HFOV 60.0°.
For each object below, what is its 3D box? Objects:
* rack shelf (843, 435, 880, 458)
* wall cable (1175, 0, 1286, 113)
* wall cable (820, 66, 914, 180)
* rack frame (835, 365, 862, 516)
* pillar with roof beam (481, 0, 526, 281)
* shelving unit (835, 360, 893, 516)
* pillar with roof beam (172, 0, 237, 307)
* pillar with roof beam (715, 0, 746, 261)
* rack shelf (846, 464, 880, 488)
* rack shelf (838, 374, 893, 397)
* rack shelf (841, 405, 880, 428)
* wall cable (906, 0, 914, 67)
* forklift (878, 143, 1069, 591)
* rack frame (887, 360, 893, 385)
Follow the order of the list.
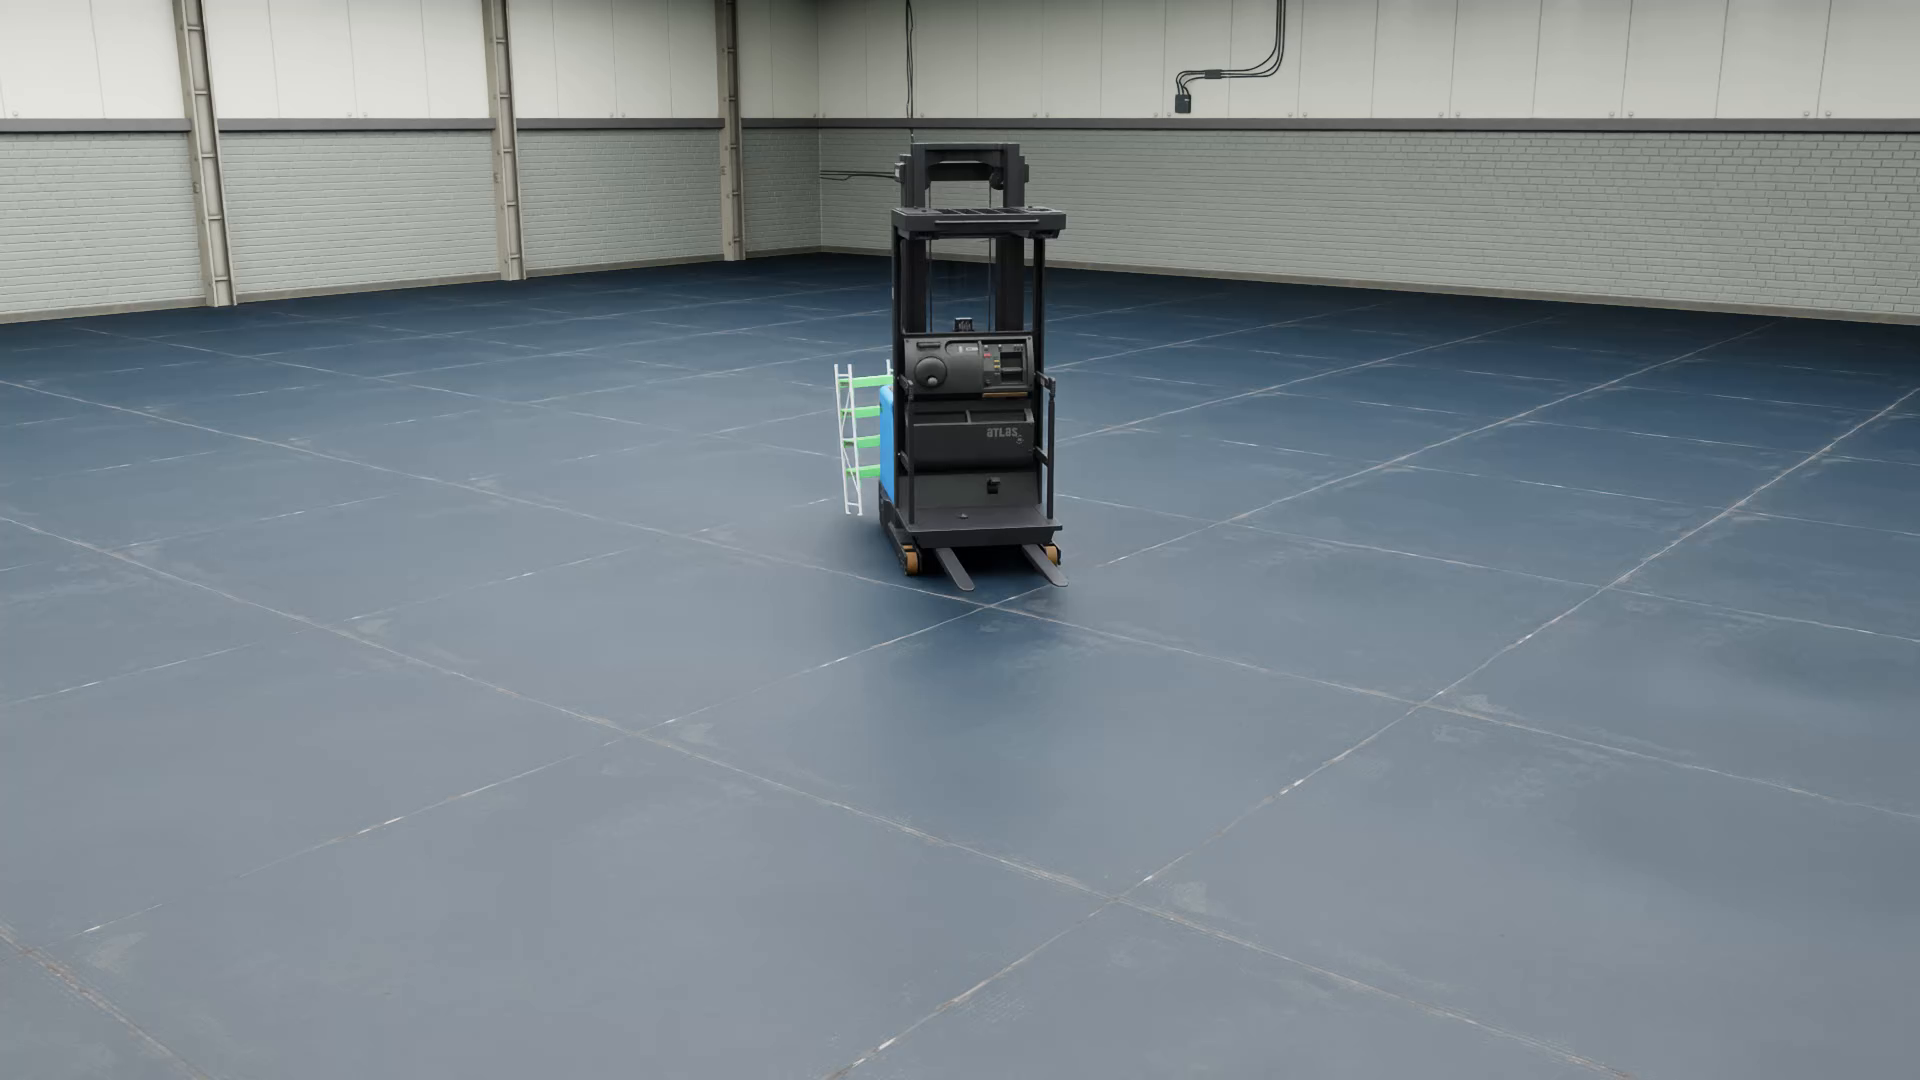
[{"bbox_3d":[-0.683,-0.768,13.414,0.480,0.148,0.258,-9,10,-33],"label":"rack shelf"},{"bbox_3d":[5.176,-11.207,31.556,2.305,6.003,0.169,11,18,38],"label":"wall cable"},{"bbox_3d":[-2.198,-9.526,38.152,3.097,2.526,0.112,11,18,38],"label":"wall cable"},{"bbox_3d":[-0.890,-0.798,13.273,0.015,1.200,0.240,-9,10,-33],"label":"rack frame"},{"bbox_3d":[-5.501,-8.856,29.208,9.100,9.000,0.400,11,18,38],"label":"pillar with roof beam"},{"bbox_3d":[-0.687,-0.831,13.404,0.503,1.200,0.258,-9,10,-33],"label":"shelving unit"},{"bbox_3d":[-9.272,-7.707,24.685,9.100,9.000,0.400,11,18,38],"label":"pillar with roof beam"},{"bbox_3d":[-1.730,-10.005,33.732,9.100,9.000,0.400,11,18,38],"label":"pillar with roof beam"},{"bbox_3d":[-0.667,-0.531,13.449,0.480,0.148,0.258,-9,10,-33],"label":"rack shelf"},{"bbox_3d":[-0.715,-1.242,13.343,0.480,0.148,0.258,-9,10,-33],"label":"rack shelf"},{"bbox_3d":[-0.699,-1.005,13.379,0.480,0.148,0.258,-9,10,-33],"label":"rack shelf"},{"bbox_3d":[-0.094,-11.555,35.882,3.097,2.526,0.112,11,18,38],"label":"wall cable"},{"bbox_3d":[0.103,-1.269,11.664,1.130,2.935,3.031,-2,14,-9],"label":"forklift"},{"bbox_3d":[-0.484,-0.864,13.536,0.015,1.200,0.240,-9,10,-33],"label":"rack frame"}]
